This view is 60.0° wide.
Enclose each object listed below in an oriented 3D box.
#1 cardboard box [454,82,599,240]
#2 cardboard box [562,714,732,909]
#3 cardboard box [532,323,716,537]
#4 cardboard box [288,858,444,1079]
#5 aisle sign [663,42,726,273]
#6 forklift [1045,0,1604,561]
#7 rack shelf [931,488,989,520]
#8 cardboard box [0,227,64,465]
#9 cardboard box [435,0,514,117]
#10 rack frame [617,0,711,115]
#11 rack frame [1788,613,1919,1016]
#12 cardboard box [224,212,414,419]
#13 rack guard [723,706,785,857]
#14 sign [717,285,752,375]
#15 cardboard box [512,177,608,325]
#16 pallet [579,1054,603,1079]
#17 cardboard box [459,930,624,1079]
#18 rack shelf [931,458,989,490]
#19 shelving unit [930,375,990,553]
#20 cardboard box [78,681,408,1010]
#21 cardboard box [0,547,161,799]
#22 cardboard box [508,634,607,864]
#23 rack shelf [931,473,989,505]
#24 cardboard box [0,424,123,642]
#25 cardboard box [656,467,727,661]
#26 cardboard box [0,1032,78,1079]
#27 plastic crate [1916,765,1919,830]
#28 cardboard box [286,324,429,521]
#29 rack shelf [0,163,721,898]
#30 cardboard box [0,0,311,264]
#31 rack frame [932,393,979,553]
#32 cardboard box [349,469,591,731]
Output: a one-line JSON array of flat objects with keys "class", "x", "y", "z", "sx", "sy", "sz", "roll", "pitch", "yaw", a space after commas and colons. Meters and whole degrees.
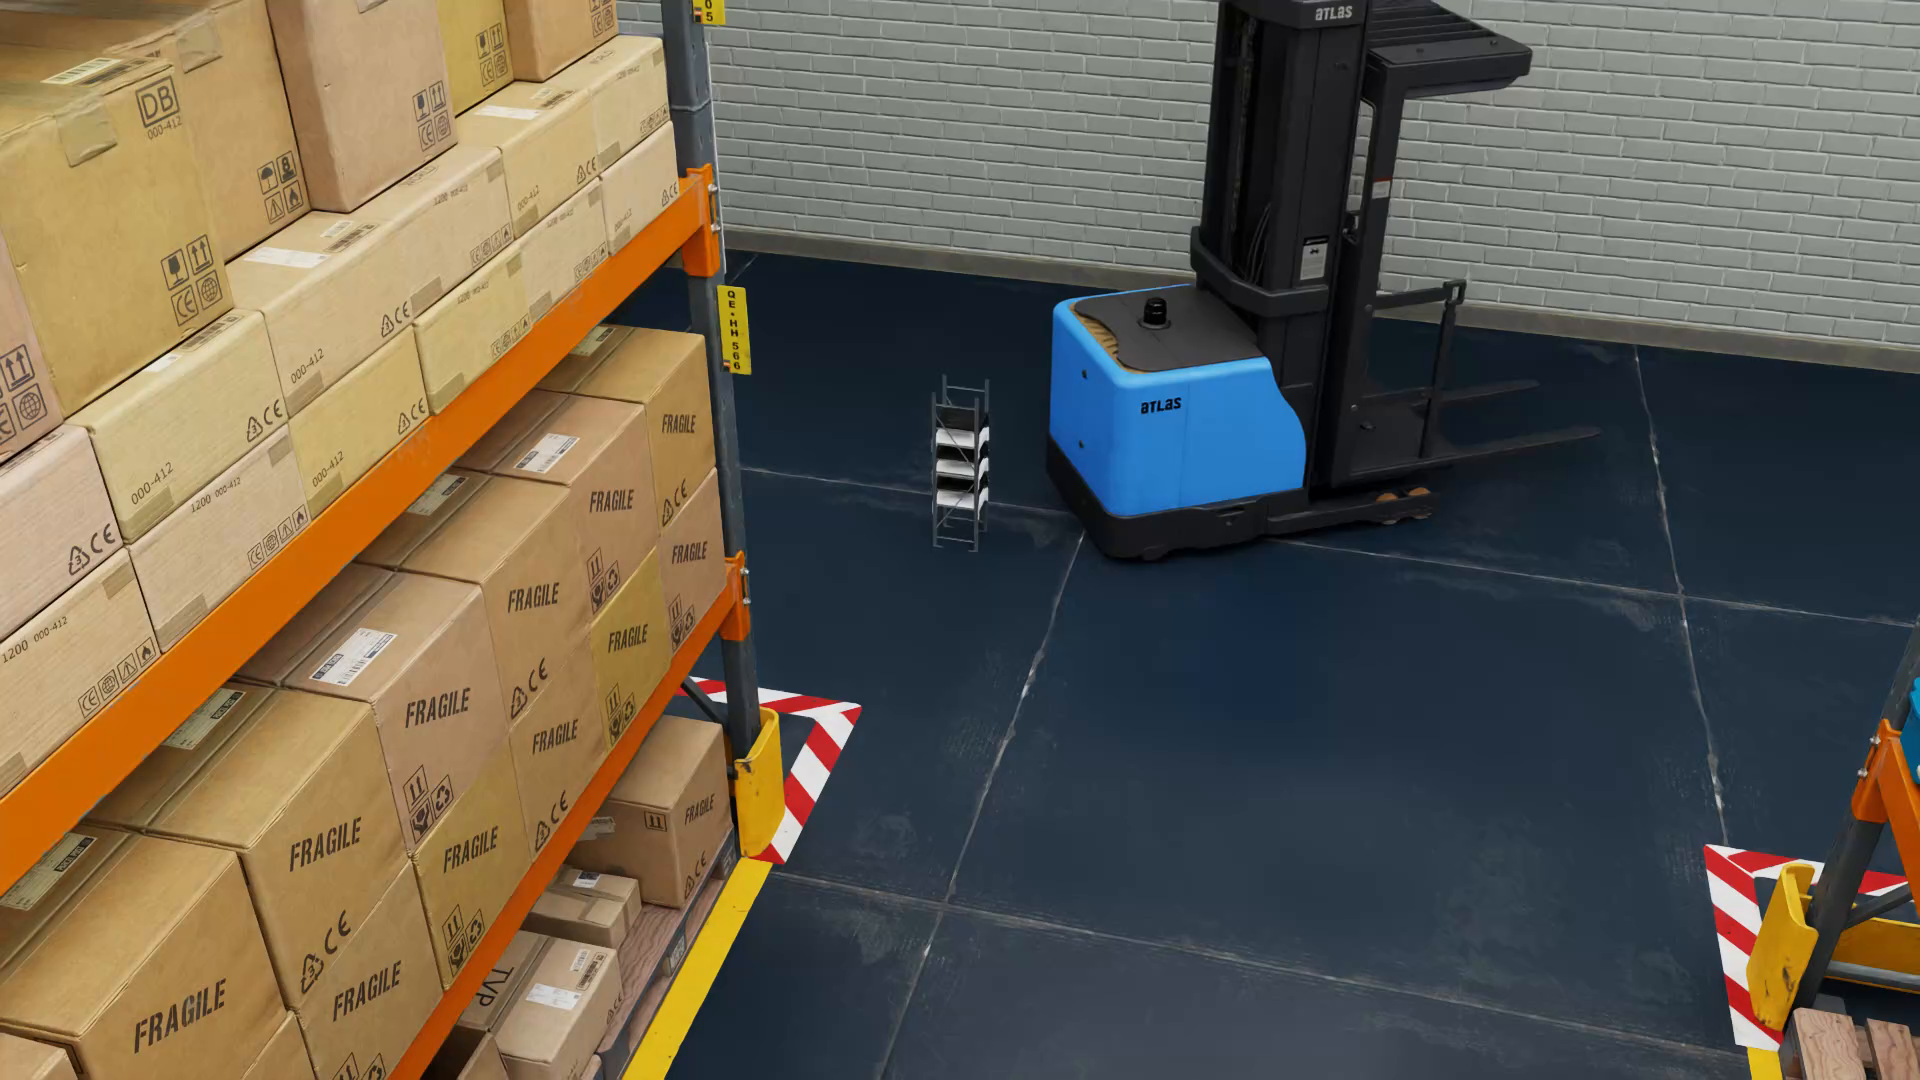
[{"class": "cardboard box", "x": -1.316, "y": -1.036, "z": 4.461, "sx": 0.500, "sy": 0.250, "sz": 0.500, "roll": 8, "pitch": 33, "yaw": 12}, {"class": "cardboard box", "x": -1.206, "y": 1.002, "z": 6.298, "sx": 0.500, "sy": 0.500, "sz": 0.500, "roll": 8, "pitch": 33, "yaw": 12}, {"class": "cardboard box", "x": -1.153, "y": -0.379, "z": 5.525, "sx": 0.500, "sy": 0.500, "sz": 0.500, "roll": 8, "pitch": 33, "yaw": 12}, {"class": "cardboard box", "x": -1.672, "y": 1.098, "z": 4.134, "sx": 0.500, "sy": 0.500, "sz": 0.500, "roll": 8, "pitch": 33, "yaw": 12}, {"class": "aisle sign", "x": -0.992, "y": -1.274, "z": 5.535, "sx": 0.394, "sy": 0.787, "sz": 0.004, "roll": 8, "pitch": 33, "yaw": 12}, {"class": "forklift", "x": 2.050, "y": -1.579, "z": 8.502, "sx": 3.031, "sy": 2.935, "sz": 1.130, "roll": -9, "pitch": 34, "yaw": -15}, {"class": "rack shelf", "x": 0.002, "y": -0.204, "z": 8.630, "sx": 0.258, "sy": 0.077, "sz": 0.200, "roll": 8, "pitch": 33, "yaw": 12}, {"class": "cardboard box", "x": -1.971, "y": -0.335, "z": 2.660, "sx": 0.700, "sy": 0.500, "sz": 0.500, "roll": 8, "pitch": 33, "yaw": 12}, {"class": "cardboard box", "x": -1.629, "y": -1.396, "z": 4.329, "sx": 0.700, "sy": 0.500, "sz": 0.500, "roll": 8, "pitch": 33, "yaw": 12}, {"class": "rack frame", "x": -1.306, "y": -2.715, "z": 4.633, "sx": 1.000, "sy": 3.000, "sz": 0.127, "roll": 8, "pitch": 33, "yaw": 12}, {"class": "rack frame", "x": 3.484, "y": 0.493, "z": 5.178, "sx": 1.000, "sy": 3.000, "sz": 0.127, "roll": 8, "pitch": 33, "yaw": 12}, {"class": "cardboard box", "x": -1.567, "y": -0.516, "z": 3.644, "sx": 0.500, "sy": 0.250, "sz": 0.500, "roll": 8, "pitch": 33, "yaw": 12}, {"class": "rack guard", "x": -1.325, "y": 0.911, "z": 6.851, "sx": 1.175, "sy": 0.500, "sz": 0.348, "roll": 8, "pitch": 33, "yaw": 12}, {"class": "sign", "x": -0.774, "y": -0.719, "z": 5.711, "sx": 0.100, "sy": 0.325, "sz": 0.005, "roll": 8, "pitch": 33, "yaw": 12}, {"class": "cardboard box", "x": -1.319, "y": -0.825, "z": 4.596, "sx": 0.500, "sy": 0.250, "sz": 0.500, "roll": 8, "pitch": 33, "yaw": 12}, {"class": "pallet", "x": -1.838, "y": 2.078, "z": 5.284, "sx": 1.003, "sy": 0.211, "sz": 1.213, "roll": 8, "pitch": 33, "yaw": 12}, {"class": "cardboard box", "x": -1.476, "y": 1.596, "z": 5.596, "sx": 0.500, "sy": 0.250, "sz": 0.500, "roll": 8, "pitch": 33, "yaw": 12}, {"class": "rack shelf", "x": 0.002, "y": -0.356, "z": 8.533, "sx": 0.258, "sy": 0.077, "sz": 0.200, "roll": 8, "pitch": 33, "yaw": 12}, {"class": "shelving unit", "x": 0.002, "y": -0.384, "z": 8.515, "sx": 0.258, "sy": 0.900, "sz": 0.210, "roll": 8, "pitch": 33, "yaw": 12}, {"class": "cardboard box", "x": -1.668, "y": 0.688, "z": 3.847, "sx": 0.500, "sy": 0.500, "sz": 0.500, "roll": 7, "pitch": 33, "yaw": 11}, {"class": "cardboard box", "x": -1.828, "y": 0.213, "z": 2.964, "sx": 0.500, "sy": 0.250, "sz": 0.500, "roll": 8, "pitch": 33, "yaw": 12}, {"class": "cardboard box", "x": -1.417, "y": 0.572, "z": 4.961, "sx": 0.500, "sy": 0.500, "sz": 0.500, "roll": 8, "pitch": 33, "yaw": 13}, {"class": "rack shelf", "x": 0.002, "y": -0.280, "z": 8.581, "sx": 0.258, "sy": 0.077, "sz": 0.200, "roll": 8, "pitch": 33, "yaw": 12}, {"class": "cardboard box", "x": -1.832, "y": 0.001, "z": 2.831, "sx": 0.500, "sy": 0.250, "sz": 0.500, "roll": 8, "pitch": 33, "yaw": 12}, {"class": "cardboard box", "x": -1.156, "y": 0.044, "z": 5.791, "sx": 0.500, "sy": 0.500, "sz": 0.500, "roll": 9, "pitch": 34, "yaw": 14}, {"class": "cardboard box", "x": -1.929, "y": 1.222, "z": 3.006, "sx": 0.500, "sy": 0.500, "sz": 0.500, "roll": 9, "pitch": 34, "yaw": 14}, {"class": "plastic crate", "x": 2.942, "y": 0.818, "z": 4.858, "sx": 0.250, "sy": 0.136, "sz": 0.298, "roll": 8, "pitch": 33, "yaw": 12}, {"class": "cardboard box", "x": -1.576, "y": -0.307, "z": 3.780, "sx": 0.500, "sy": 0.250, "sz": 0.500, "roll": 8, "pitch": 33, "yaw": 12}, {"class": "rack shelf", "x": -1.814, "y": -0.107, "z": 3.998, "sx": 1.077, "sy": 0.370, "sz": 4.000, "roll": 8, "pitch": 33, "yaw": 12}, {"class": "cardboard box", "x": -1.870, "y": -0.876, "z": 3.510, "sx": 0.700, "sy": 0.500, "sz": 0.500, "roll": 8, "pitch": 33, "yaw": 12}, {"class": "rack frame", "x": -0.024, "y": -0.331, "z": 8.432, "sx": 0.240, "sy": 0.900, "sz": 0.006, "roll": 8, "pitch": 33, "yaw": 12}, {"class": "cardboard box", "x": -1.407, "y": 0.153, "z": 4.688, "sx": 0.500, "sy": 0.500, "sz": 0.500, "roll": 9, "pitch": 34, "yaw": 14}]
